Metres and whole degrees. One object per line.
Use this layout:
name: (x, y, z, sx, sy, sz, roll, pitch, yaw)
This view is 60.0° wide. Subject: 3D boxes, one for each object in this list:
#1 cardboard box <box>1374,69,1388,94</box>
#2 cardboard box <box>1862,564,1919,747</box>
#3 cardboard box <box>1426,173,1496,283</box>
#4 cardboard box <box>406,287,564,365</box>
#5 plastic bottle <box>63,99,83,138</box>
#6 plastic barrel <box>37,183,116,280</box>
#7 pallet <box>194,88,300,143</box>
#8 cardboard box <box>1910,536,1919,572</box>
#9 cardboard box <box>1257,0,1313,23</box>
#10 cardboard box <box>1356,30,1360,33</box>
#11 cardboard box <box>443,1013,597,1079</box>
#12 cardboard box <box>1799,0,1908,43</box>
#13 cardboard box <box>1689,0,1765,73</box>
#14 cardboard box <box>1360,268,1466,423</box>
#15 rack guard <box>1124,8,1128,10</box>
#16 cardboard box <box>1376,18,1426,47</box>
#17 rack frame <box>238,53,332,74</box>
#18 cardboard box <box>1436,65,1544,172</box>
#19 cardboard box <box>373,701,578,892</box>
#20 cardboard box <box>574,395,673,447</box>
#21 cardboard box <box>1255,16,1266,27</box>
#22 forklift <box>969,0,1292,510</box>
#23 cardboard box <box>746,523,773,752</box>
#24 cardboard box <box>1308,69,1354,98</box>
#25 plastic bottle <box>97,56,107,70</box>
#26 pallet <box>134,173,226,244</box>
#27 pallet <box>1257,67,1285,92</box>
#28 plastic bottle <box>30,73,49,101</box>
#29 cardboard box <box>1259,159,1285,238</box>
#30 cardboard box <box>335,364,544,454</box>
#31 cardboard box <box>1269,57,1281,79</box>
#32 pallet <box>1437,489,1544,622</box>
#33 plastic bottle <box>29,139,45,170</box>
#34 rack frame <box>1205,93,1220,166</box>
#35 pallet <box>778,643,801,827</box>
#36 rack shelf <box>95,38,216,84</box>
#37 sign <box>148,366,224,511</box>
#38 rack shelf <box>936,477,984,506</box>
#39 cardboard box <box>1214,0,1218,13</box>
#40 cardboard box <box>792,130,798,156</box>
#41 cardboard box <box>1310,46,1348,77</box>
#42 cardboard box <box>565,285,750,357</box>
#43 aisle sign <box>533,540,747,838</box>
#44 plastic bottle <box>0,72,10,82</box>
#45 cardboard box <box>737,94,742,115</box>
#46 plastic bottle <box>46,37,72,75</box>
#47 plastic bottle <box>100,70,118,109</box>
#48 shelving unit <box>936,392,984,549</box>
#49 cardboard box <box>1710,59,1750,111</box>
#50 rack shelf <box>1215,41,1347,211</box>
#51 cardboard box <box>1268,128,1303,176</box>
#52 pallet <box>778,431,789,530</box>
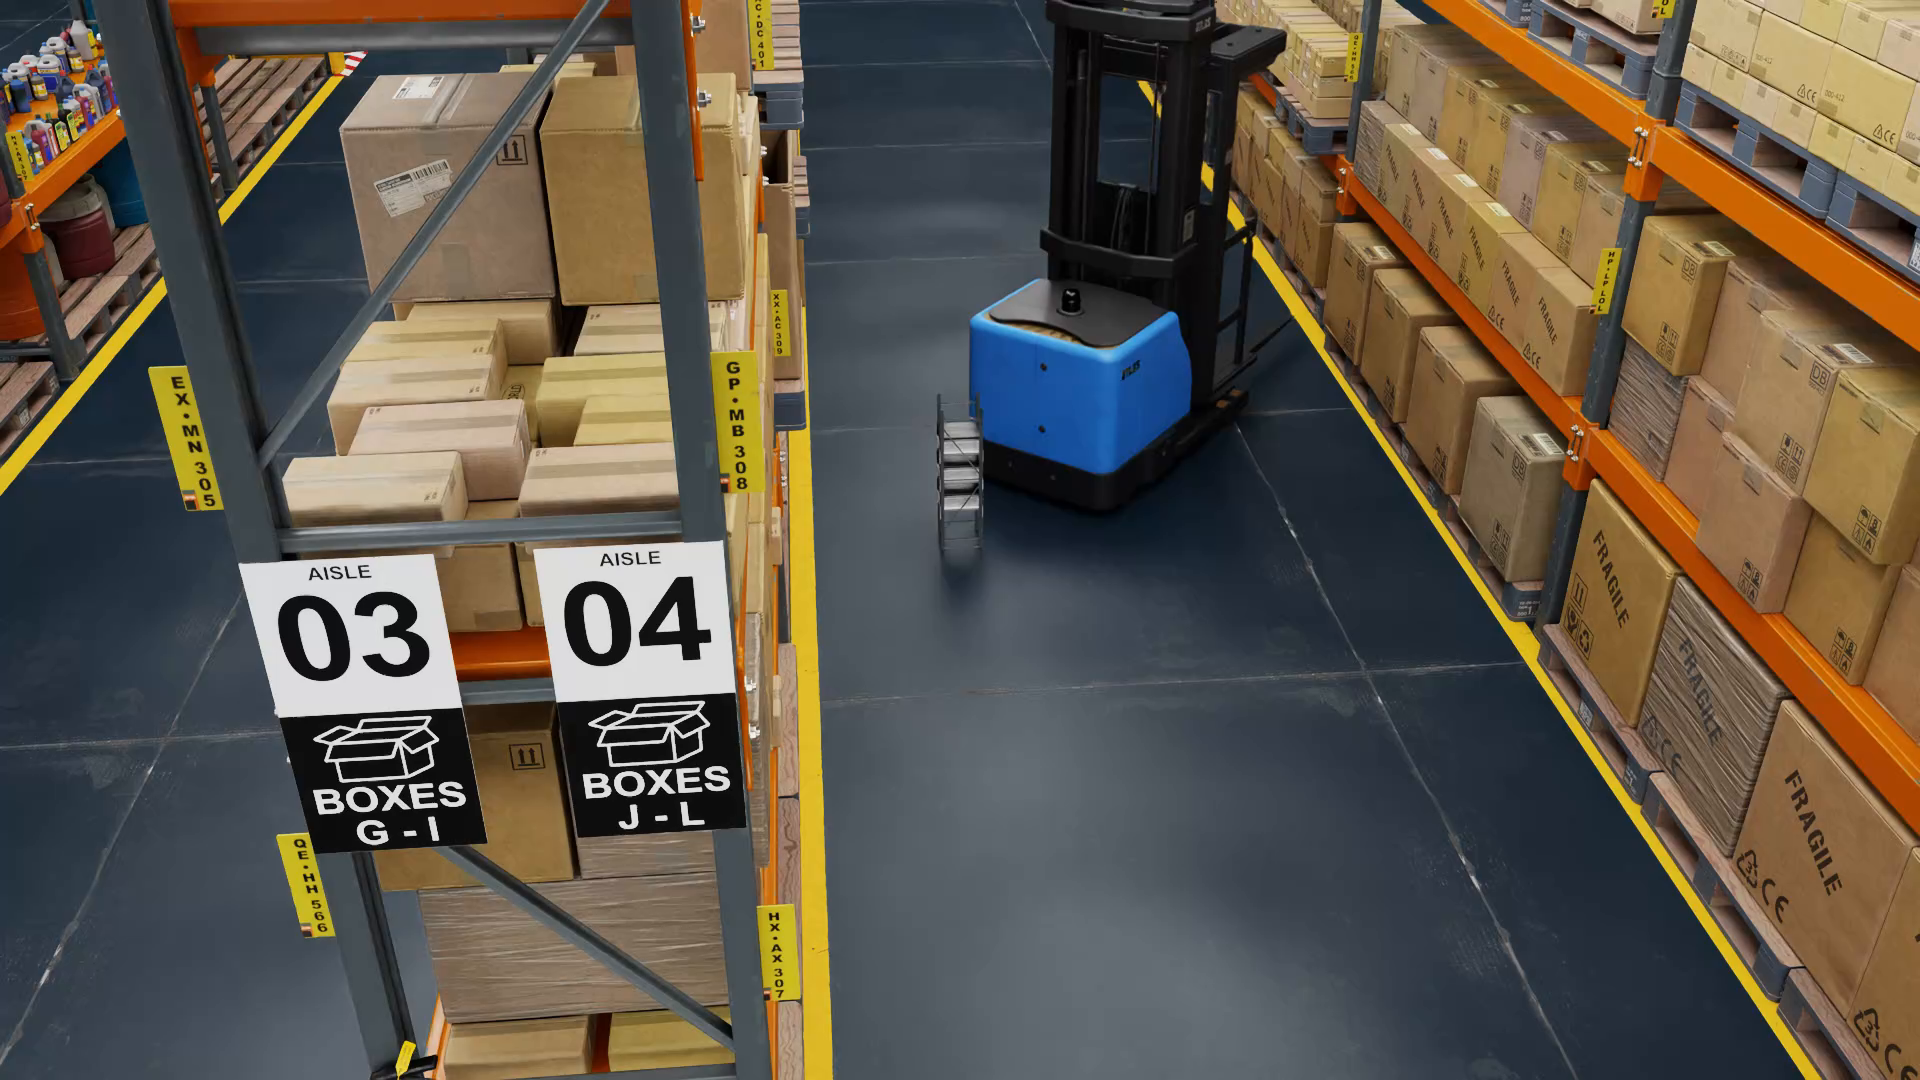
cardboard box: (3.306, -3.408, 12.366, 0.380, 0.149, 0.250, -1, 31, -2)
cardboard box: (3.865, 0.439, 5.945, 0.875, 0.550, 0.550, -3, 31, -5)
cardboard box: (3.112, -1.852, 9.828, 0.500, 0.500, 0.500, -3, 31, -5)
cardboard box: (-1.328, -0.606, 4.672, 0.380, 0.149, 0.250, -2, 31, -4)
plastic bottle: (-6.461, -3.063, 12.079, 0.097, 0.271, 0.097, 0, 31, 0)
plastic barrel: (-6.850, -2.370, 12.735, 0.600, 0.588, 0.708, -3, 31, -5)
pallet: (-7.280, -4.242, 16.647, 1.003, 0.211, 1.213, -3, 31, -5)
cardboard box: (3.888, -0.026, 5.670, 0.875, 0.550, 0.550, -3, 31, -5)
cardboard box: (2.553, -4.172, 13.065, 0.380, 0.149, 0.250, -2, 31, -3)
cardboard box: (3.250, -3.809, 12.748, 0.380, 0.149, 0.250, -3, 31, -5)
cardboard box: (-1.235, 1.420, 4.693, 0.380, 0.149, 0.250, -3, 31, -5)
cardboard box: (3.339, -1.935, 6.099, 0.380, 0.149, 0.250, -3, 31, -5)
cardboard box: (3.338, -2.091, 6.751, 0.500, 0.250, 0.500, -3, 31, -4)
cardboard box: (3.250, -1.275, 10.745, 1.050, 0.750, 0.750, -2, 31, -4)
rack guard: (2.457, -5.795, 18.965, 1.175, 0.500, 0.348, -3, 31, -5)
cardboard box: (3.277, -3.793, 12.431, 0.380, 0.149, 0.250, -4, 31, -7)
rack frame: (-7.429, -6.484, 17.680, 1.000, 3.000, 0.127, -3, 31, -5)
cardboard box: (3.328, -2.545, 10.013, 0.700, 0.500, 0.500, -3, 31, -5)
cardboard box: (-1.300, 0.579, 4.493, 0.500, 0.500, 0.500, -3, 31, -5)
cardboard box: (-0.726, -0.235, 4.051, 0.380, 0.149, 0.250, -2, 31, -4)
cardboard box: (2.551, -4.043, 13.140, 0.380, 0.149, 0.250, -3, 31, -6)
forklift: (1.281, -2.145, 10.483, 1.130, 2.935, 3.031, 19, 36, 29)
cardboard box: (-0.823, 0.299, 4.963, 0.500, 0.500, 0.500, -3, 31, -5)
cardboard box: (2.698, -3.253, 11.817, 0.380, 0.149, 0.250, -2, 31, -4)
plastic bottle: (-6.725, -3.672, 13.099, 0.097, 0.271, 0.097, 0, 31, 0)
pallet: (-7.025, -2.848, 14.313, 1.003, 0.211, 1.213, -3, 31, -5)
pallet: (2.972, -3.749, 13.289, 1.003, 0.211, 1.213, -3, 31, -5)
plastic bottle: (-7.161, -3.526, 12.922, 0.097, 0.201, 0.097, 0, 31, 0)
cardboard box: (2.765, -2.788, 13.520, 0.500, 0.500, 0.500, -4, 31, -7)
cardboard box: (-1.351, -0.264, 4.489, 0.500, 0.250, 0.500, -3, 31, -4)
cardboard box: (2.601, -3.648, 12.768, 0.380, 0.149, 0.250, -4, 31, -7)
pallet: (3.424, 0.027, 9.500, 1.003, 0.211, 1.213, -3, 31, -5)
plastic bottle: (-6.393, -2.660, 11.473, 0.097, 0.201, 0.097, 0, 31, 0)
rack frame: (2.824, -4.865, 14.970, 1.000, 3.000, 0.127, -3, 31, -5)
pallet: (-1.279, 0.944, 7.964, 1.003, 0.211, 1.213, -3, 31, -5)
rack shelf: (-7.242, -5.154, 16.155, 1.077, 0.370, 4.000, -3, 31, -5)
sign: (-1.557, -0.204, 3.377, 0.100, 0.325, 0.005, -3, 31, -5)
rack shelf: (-0.001, -0.285, 9.590, 0.258, 0.077, 0.200, -3, 31, -5)
cardboard box: (2.402, -4.714, 14.553, 0.380, 0.149, 0.250, -4, 31, -7)
cardboard box: (-1.870, -2.713, 13.030, 1.225, 0.875, 0.875, -3, 31, -4)
cardboard box: (2.695, -3.379, 11.737, 0.380, 0.149, 0.250, -4, 31, -7)
cardboard box: (-0.887, -0.550, 4.967, 0.500, 0.250, 0.500, -3, 31, -5)
aisle sign: (-0.699, 0.349, 3.706, 0.394, 0.787, 0.004, -3, 31, -5)
plastic bottle: (-7.291, -3.430, 12.693, 0.097, 0.271, 0.097, 0, 31, 0)
cardboard box: (-1.015, -1.572, 6.289, 0.380, 0.149, 0.250, -4, 31, -7)
plastic bottle: (-7.357, -3.947, 13.554, 0.152, 0.276, 0.135, -3, 31, -5)
plastic bottle: (-6.514, -3.458, 12.729, 0.061, 0.283, 0.133, -3, 31, -5)
shelving unit: (-0.001, -0.390, 9.527, 0.258, 0.900, 0.210, -3, 31, -5)
cardboard box: (3.293, -1.849, 6.734, 0.380, 0.149, 0.250, -3, 31, -4)
rack shelf: (3.010, -3.535, 13.445, 1.077, 0.370, 4.000, -3, 31, -5)
cardboard box: (2.782, -3.106, 13.322, 0.500, 0.250, 0.500, -2, 31, -3)
pallet: (-1.568, -0.419, 10.246, 1.003, 0.211, 1.213, -3, 31, -5)
